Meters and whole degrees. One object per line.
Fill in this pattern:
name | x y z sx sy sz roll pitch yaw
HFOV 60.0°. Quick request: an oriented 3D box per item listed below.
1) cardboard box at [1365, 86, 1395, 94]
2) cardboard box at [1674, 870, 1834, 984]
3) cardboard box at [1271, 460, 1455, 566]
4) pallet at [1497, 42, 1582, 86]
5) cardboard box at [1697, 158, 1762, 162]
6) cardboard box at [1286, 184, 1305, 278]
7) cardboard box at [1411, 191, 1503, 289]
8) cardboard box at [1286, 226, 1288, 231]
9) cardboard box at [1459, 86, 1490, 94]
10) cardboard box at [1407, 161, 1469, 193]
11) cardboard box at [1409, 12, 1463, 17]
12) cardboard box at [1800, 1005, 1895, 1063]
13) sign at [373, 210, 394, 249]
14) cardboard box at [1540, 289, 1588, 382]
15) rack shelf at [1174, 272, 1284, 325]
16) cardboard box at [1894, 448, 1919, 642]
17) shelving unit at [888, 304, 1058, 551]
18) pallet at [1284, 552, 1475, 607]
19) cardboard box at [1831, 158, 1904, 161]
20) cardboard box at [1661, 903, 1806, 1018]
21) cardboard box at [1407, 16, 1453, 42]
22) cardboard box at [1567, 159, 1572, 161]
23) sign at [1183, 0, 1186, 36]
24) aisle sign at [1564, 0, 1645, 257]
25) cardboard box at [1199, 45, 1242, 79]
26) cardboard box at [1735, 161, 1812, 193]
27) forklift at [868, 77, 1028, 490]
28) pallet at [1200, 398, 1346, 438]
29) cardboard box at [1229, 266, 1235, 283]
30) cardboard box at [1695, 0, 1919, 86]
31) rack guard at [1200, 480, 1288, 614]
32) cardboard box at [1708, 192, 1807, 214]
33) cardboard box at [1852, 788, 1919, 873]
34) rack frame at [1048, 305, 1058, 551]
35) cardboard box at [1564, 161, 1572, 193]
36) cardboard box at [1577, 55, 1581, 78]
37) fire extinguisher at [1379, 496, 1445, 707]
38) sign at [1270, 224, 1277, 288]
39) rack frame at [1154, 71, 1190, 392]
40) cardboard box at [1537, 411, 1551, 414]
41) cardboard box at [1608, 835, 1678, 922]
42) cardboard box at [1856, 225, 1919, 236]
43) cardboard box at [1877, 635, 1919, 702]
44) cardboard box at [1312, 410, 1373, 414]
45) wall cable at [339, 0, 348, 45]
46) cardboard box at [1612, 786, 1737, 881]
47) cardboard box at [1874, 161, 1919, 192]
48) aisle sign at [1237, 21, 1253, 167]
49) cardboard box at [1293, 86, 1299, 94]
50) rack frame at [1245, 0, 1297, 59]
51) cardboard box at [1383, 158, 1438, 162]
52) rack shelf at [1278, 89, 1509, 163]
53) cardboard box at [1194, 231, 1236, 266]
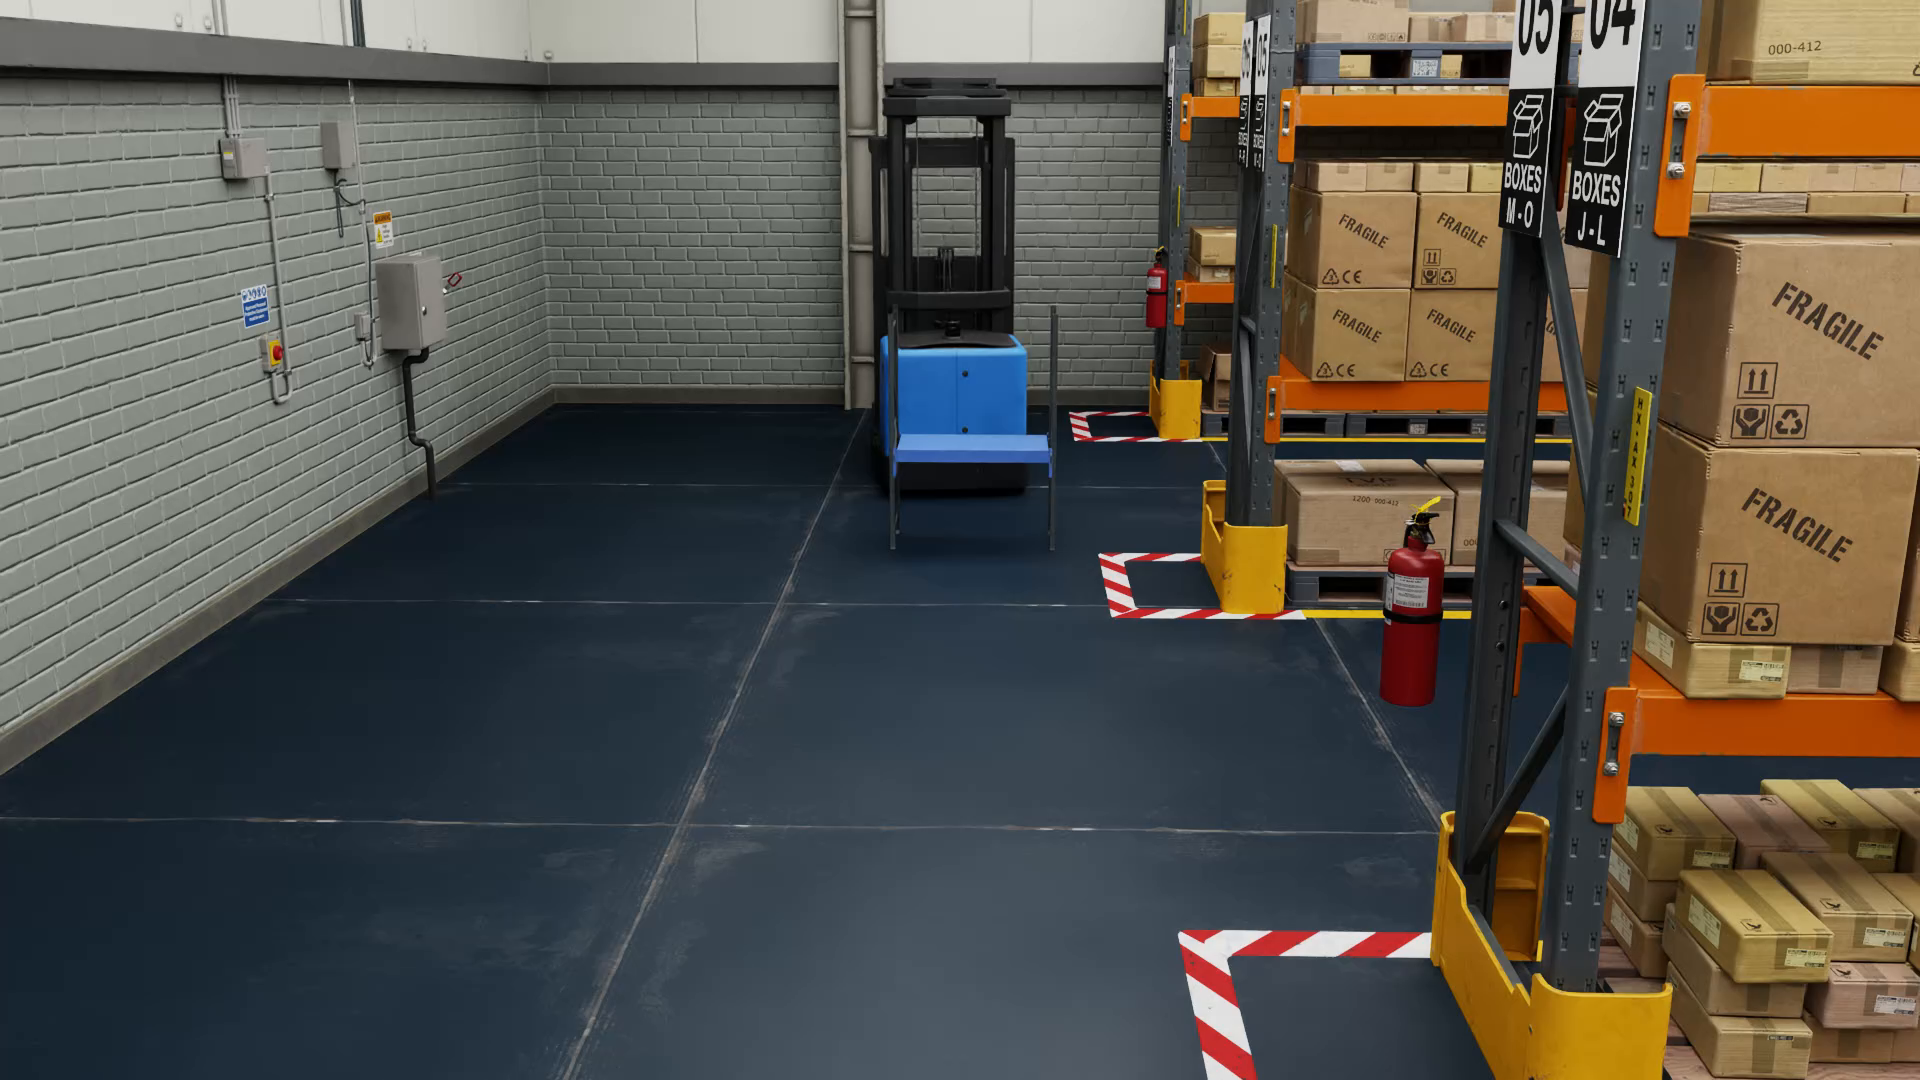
cardboard box | 3.391 -3.705 13.614 0.250 0.149 0.380 0 15 1
cardboard box | 2.169 1.055 4.561 0.250 0.149 0.380 0 15 -1
cardboard box | 2.341 -0.171 9.809 0.875 0.438 0.875 0 15 0
pallet | 3.644 -2.584 9.048 1.213 0.211 1.003 0 15 1
cardboard box | 4.344 -2.088 9.448 0.250 0.149 0.380 0 15 0
cardboard box | 2.167 -1.775 9.533 0.500 0.500 0.500 1 15 3
cardboard box | 2.668 -1.640 9.021 0.500 0.500 0.500 0 15 0
cardboard box | 2.784 -2.584 14.465 0.500 0.250 0.500 0 15 2
cardboard box | 4.157 -3.700 13.597 0.250 0.149 0.380 1 15 2
cardboard box | 2.548 -1.944 8.901 0.250 0.149 0.380 1 15 3
cardboard box | 3.760 -4.140 13.501 0.500 0.250 0.500 1 15 3
cardboard box | 2.433 1.318 4.728 0.250 0.149 0.380 0 15 1
sign | -3.967 -2.138 11.445 0.001 0.242 0.339 0 15 1
cardboard box | 3.166 -1.154 9.137 0.500 0.500 0.500 0 15 1
rack shelf | 3.802 -2.091 14.295 4.000 0.370 1.077 0 15 1
cardboard box | 2.631 -0.045 4.350 0.500 0.500 0.500 0 15 2
shelving unit | 0.085 -0.725 10.647 1.048 1.500 0.538 0 15 1
pallet | 2.480 0.148 9.867 1.213 0.211 1.003 0 15 1
cardboard box | 5.112 -2.071 9.383 0.250 0.149 0.380 1 15 2
cardboard box | 2.171 1.178 4.679 0.250 0.149 0.380 1 15 4
cardboard box | 2.552 -2.804 9.181 0.250 0.149 0.380 -1 15 -3
cardboard box | 3.320 -2.086 9.438 0.250 0.149 0.380 1 15 3
sign | 1.788 -4.186 13.234 0.005 0.325 0.100 0 15 1
aisle sign | 1.573 -1.104 4.048 0.004 0.787 0.394 0 15 1
cardboard box | 2.239 -3.901 13.576 0.500 0.250 0.500 0 15 1
cardboard box | 4.347 -1.949 8.920 0.250 0.149 0.380 0 15 1
forklift | -0.148 -2.098 13.046 1.130 2.935 3.031 -1 15 -5
pallet | 2.675 -1.098 14.588 1.213 0.211 1.003 0 15 1
cardboard box | 2.379 -2.268 14.050 0.250 0.149 0.380 1 15 3
cardboard box | 2.096 -1.233 4.046 0.500 0.250 0.500 1 15 3
rack guard | 1.655 0.023 9.774 0.348 0.500 1.175 0 15 1
cardboard box | 4.183 -1.631 8.984 0.500 0.500 0.500 1 15 2
cardboard box | 2.959 0.907 5.121 0.250 0.149 0.380 0 15 -1
rack frame | 0.593 -0.721 10.634 0.032 1.500 0.500 0 15 1
cardboard box | 3.324 -1.946 8.909 0.250 0.149 0.380 1 15 2
cardboard box | 4.792 -3.887 13.525 0.500 0.250 0.500 0 15 0
fire extinguisher | 1.414 0.175 5.178 0.183 0.674 0.296 0 15 1
sign | 1.659 -1.501 8.798 0.005 0.325 0.100 0 15 1
rack frame | 1.802 -2.452 14.253 0.127 3.000 1.000 0 15 1
cardboard box | 4.880 -1.238 14.188 0.258 0.266 0.396 1 15 3
cardboard box | 2.189 1.039 5.203 0.250 0.149 0.380 0 15 0
cardboard box | 2.600 -0.526 4.216 0.500 0.500 0.500 1 15 3
cardboard box | 2.492 0.291 4.350 0.250 0.149 0.380 0 15 0
cardboard box | 3.265 -1.403 14.353 0.500 0.500 0.700 1 15 4
wall cable | -3.993 -4.244 9.285 0.029 3.000 2.355 0 15 1
cardboard box | 2.189 0.904 5.134 0.250 0.149 0.380 1 15 2
cardboard box | 5.101 -1.956 8.945 0.250 0.149 0.380 1 15 3
aisle sign | 1.615 -2.522 9.425 0.004 0.787 0.394 0 15 1
cardboard box | 2.634 -3.718 13.666 0.250 0.149 0.380 0 15 2
rack frame | 1.679 -4.087 8.690 0.127 3.000 1.000 0 15 1
cardboard box | 2.558 -2.104 9.509 0.250 0.149 0.380 0 15 1
rack shelf | 3.679 -2.275 9.115 4.000 0.370 1.077 0 15 1
cardboard box | 2.249 -2.451 13.962 0.500 0.250 0.500 0 15 2
